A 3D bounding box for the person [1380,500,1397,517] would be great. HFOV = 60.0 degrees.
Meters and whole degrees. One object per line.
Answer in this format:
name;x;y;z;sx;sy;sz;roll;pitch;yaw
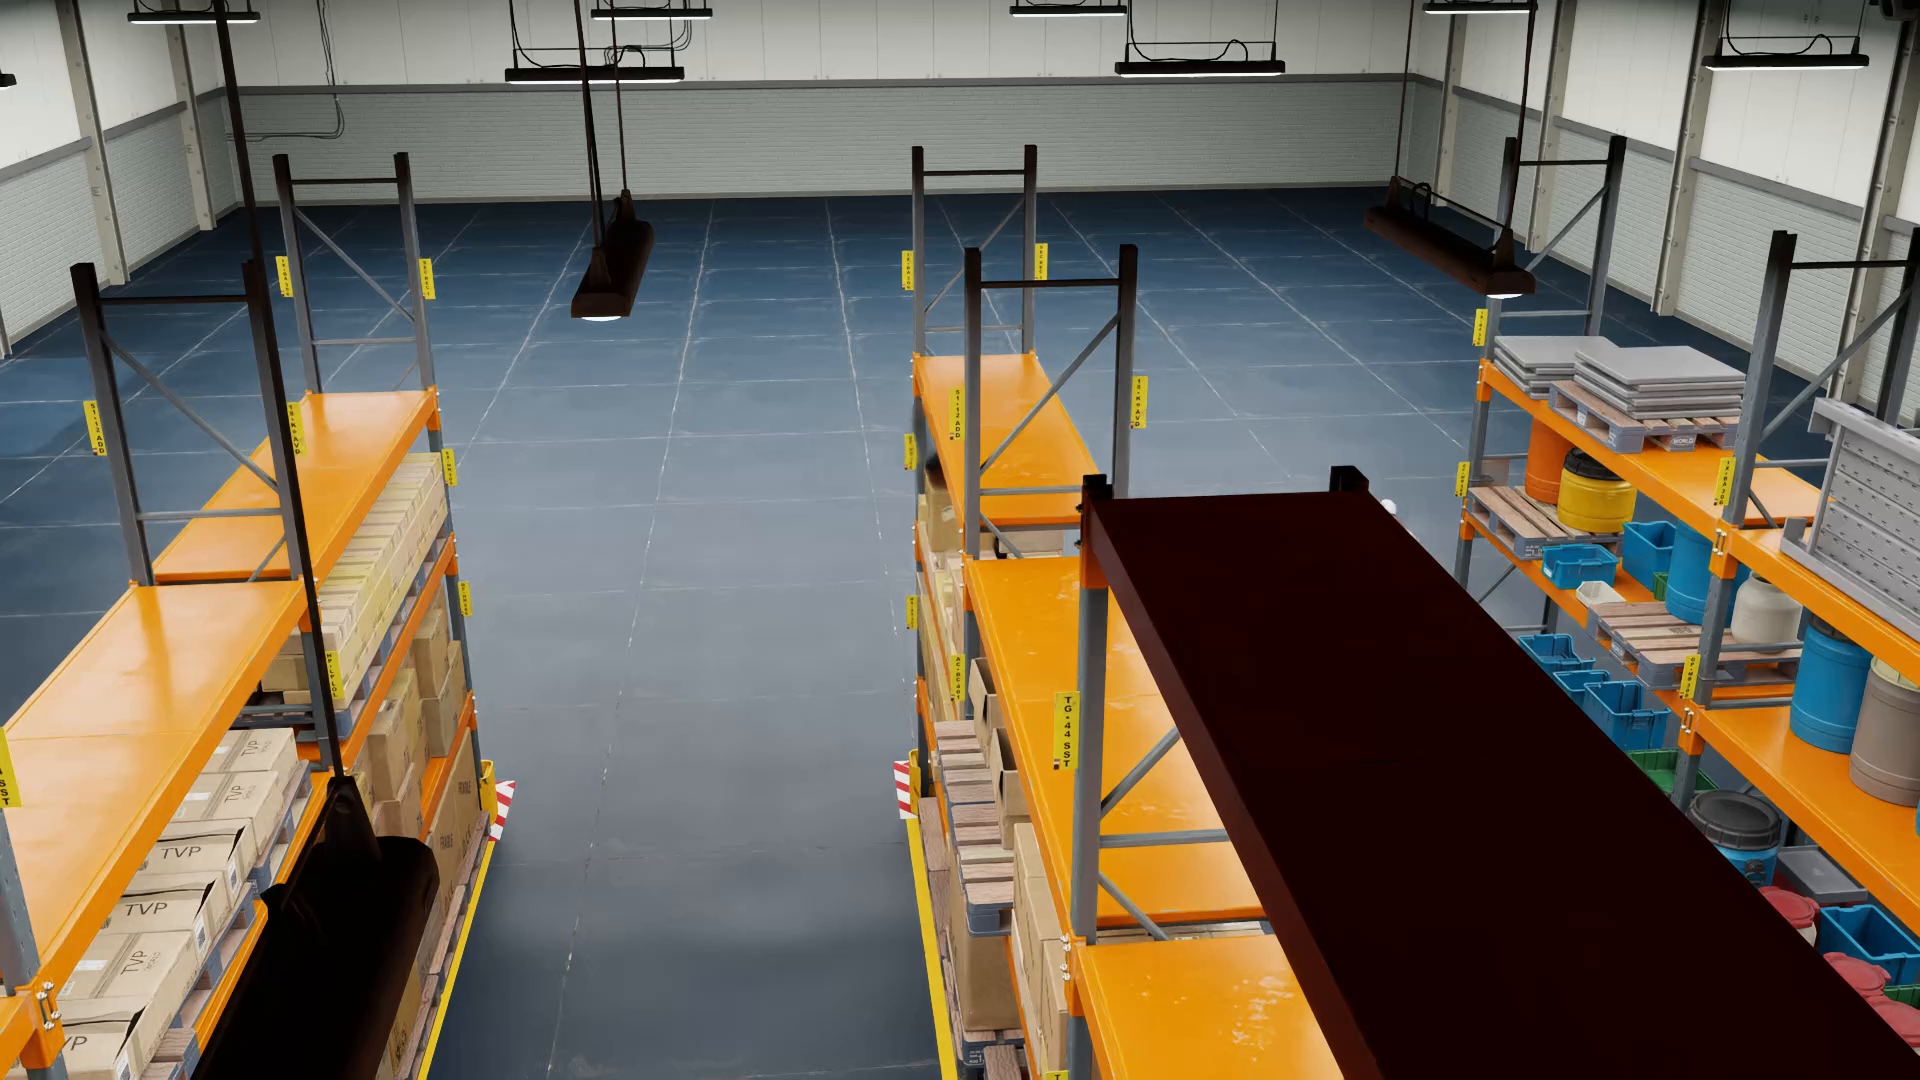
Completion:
person;4.566;0.417;18.242;0.458;1.778;0.575;-4;22;-9
